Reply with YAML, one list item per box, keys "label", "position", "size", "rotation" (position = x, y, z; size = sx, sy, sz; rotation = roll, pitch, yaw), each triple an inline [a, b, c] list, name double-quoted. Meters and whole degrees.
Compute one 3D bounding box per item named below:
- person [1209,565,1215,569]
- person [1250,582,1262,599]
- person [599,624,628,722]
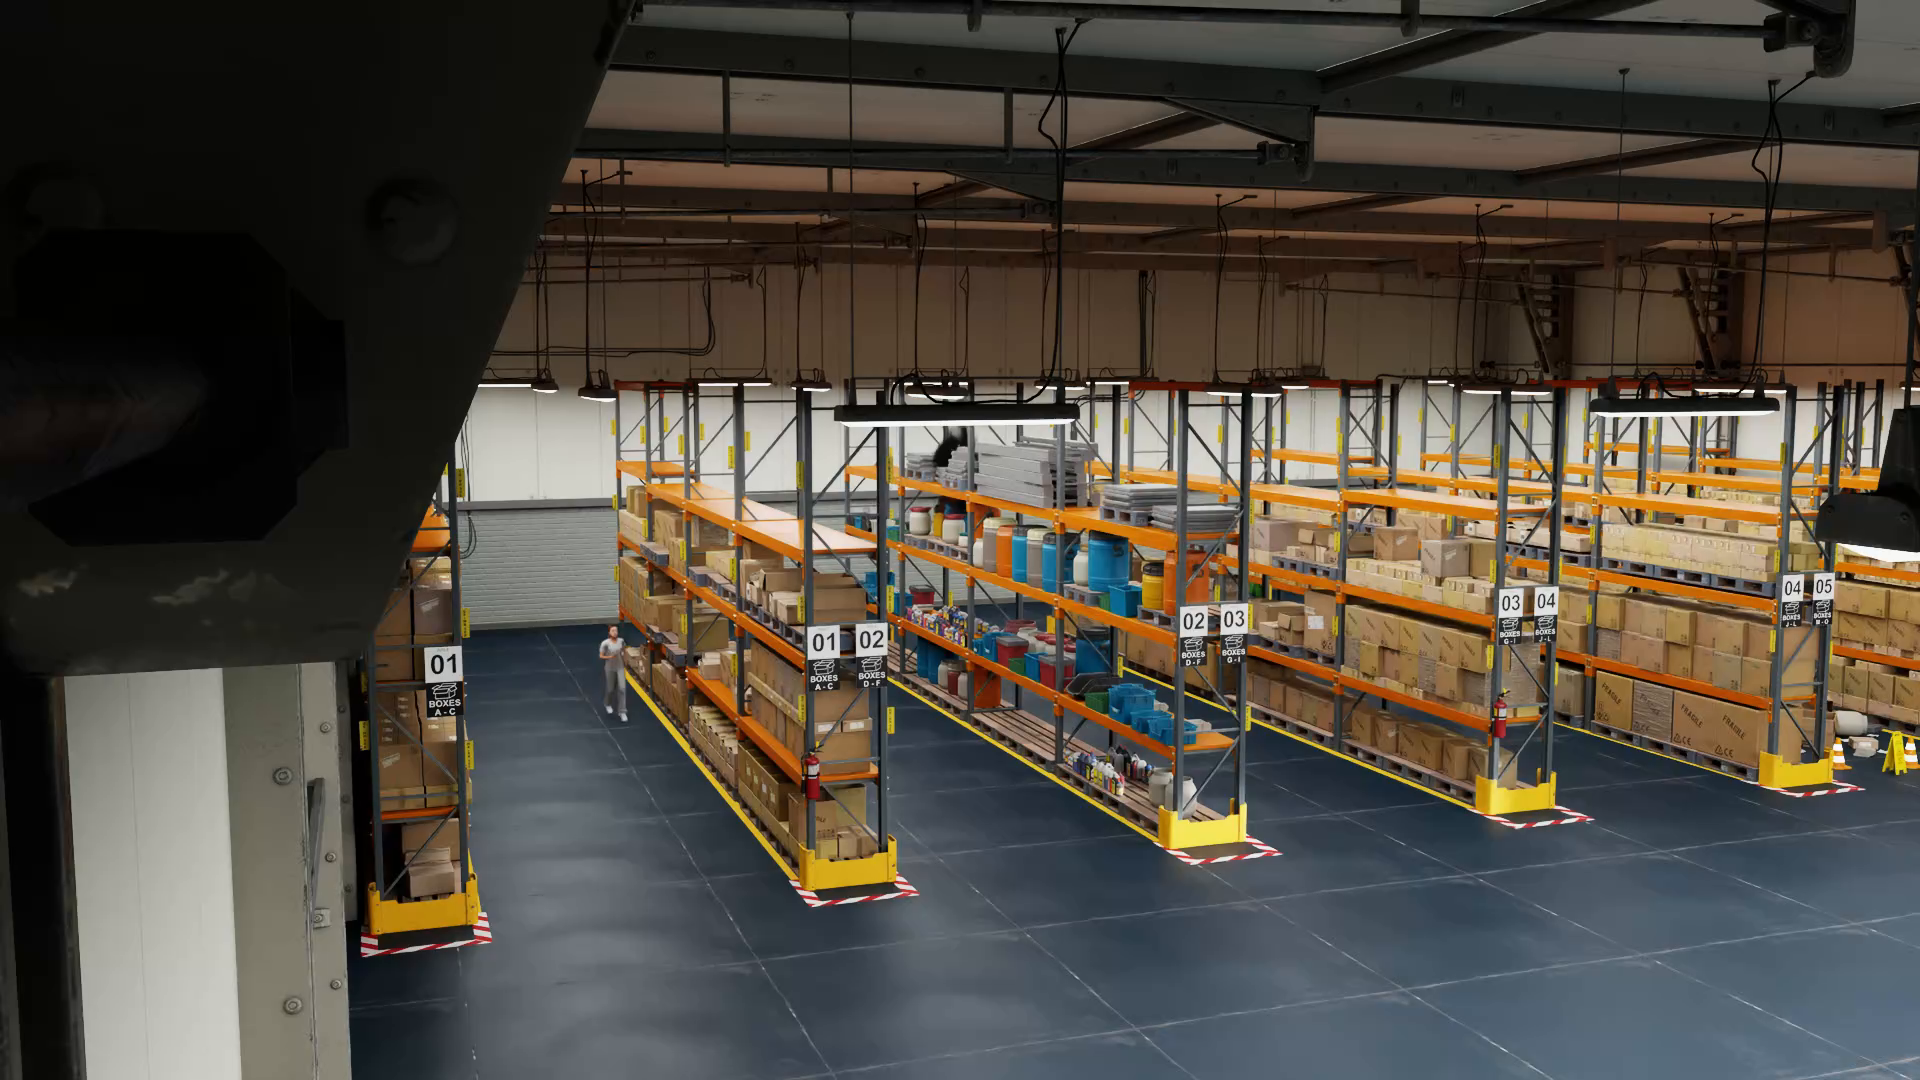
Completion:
- label: "person"
  position: [5.813, 1.415, 39.051]
  size: [0.623, 1.624, 0.682]
  rotation: [1, 6, 5]
- label: "person"
  position: [7.643, 0.959, 42.653]
  size: [0.644, 1.751, 0.630]
  rotation: [6, 8, 43]
- label: "person"
  position: [-6.175, 2.341, 29.690]
  size: [0.559, 1.688, 0.904]
  rotation: [-3, 7, -28]
